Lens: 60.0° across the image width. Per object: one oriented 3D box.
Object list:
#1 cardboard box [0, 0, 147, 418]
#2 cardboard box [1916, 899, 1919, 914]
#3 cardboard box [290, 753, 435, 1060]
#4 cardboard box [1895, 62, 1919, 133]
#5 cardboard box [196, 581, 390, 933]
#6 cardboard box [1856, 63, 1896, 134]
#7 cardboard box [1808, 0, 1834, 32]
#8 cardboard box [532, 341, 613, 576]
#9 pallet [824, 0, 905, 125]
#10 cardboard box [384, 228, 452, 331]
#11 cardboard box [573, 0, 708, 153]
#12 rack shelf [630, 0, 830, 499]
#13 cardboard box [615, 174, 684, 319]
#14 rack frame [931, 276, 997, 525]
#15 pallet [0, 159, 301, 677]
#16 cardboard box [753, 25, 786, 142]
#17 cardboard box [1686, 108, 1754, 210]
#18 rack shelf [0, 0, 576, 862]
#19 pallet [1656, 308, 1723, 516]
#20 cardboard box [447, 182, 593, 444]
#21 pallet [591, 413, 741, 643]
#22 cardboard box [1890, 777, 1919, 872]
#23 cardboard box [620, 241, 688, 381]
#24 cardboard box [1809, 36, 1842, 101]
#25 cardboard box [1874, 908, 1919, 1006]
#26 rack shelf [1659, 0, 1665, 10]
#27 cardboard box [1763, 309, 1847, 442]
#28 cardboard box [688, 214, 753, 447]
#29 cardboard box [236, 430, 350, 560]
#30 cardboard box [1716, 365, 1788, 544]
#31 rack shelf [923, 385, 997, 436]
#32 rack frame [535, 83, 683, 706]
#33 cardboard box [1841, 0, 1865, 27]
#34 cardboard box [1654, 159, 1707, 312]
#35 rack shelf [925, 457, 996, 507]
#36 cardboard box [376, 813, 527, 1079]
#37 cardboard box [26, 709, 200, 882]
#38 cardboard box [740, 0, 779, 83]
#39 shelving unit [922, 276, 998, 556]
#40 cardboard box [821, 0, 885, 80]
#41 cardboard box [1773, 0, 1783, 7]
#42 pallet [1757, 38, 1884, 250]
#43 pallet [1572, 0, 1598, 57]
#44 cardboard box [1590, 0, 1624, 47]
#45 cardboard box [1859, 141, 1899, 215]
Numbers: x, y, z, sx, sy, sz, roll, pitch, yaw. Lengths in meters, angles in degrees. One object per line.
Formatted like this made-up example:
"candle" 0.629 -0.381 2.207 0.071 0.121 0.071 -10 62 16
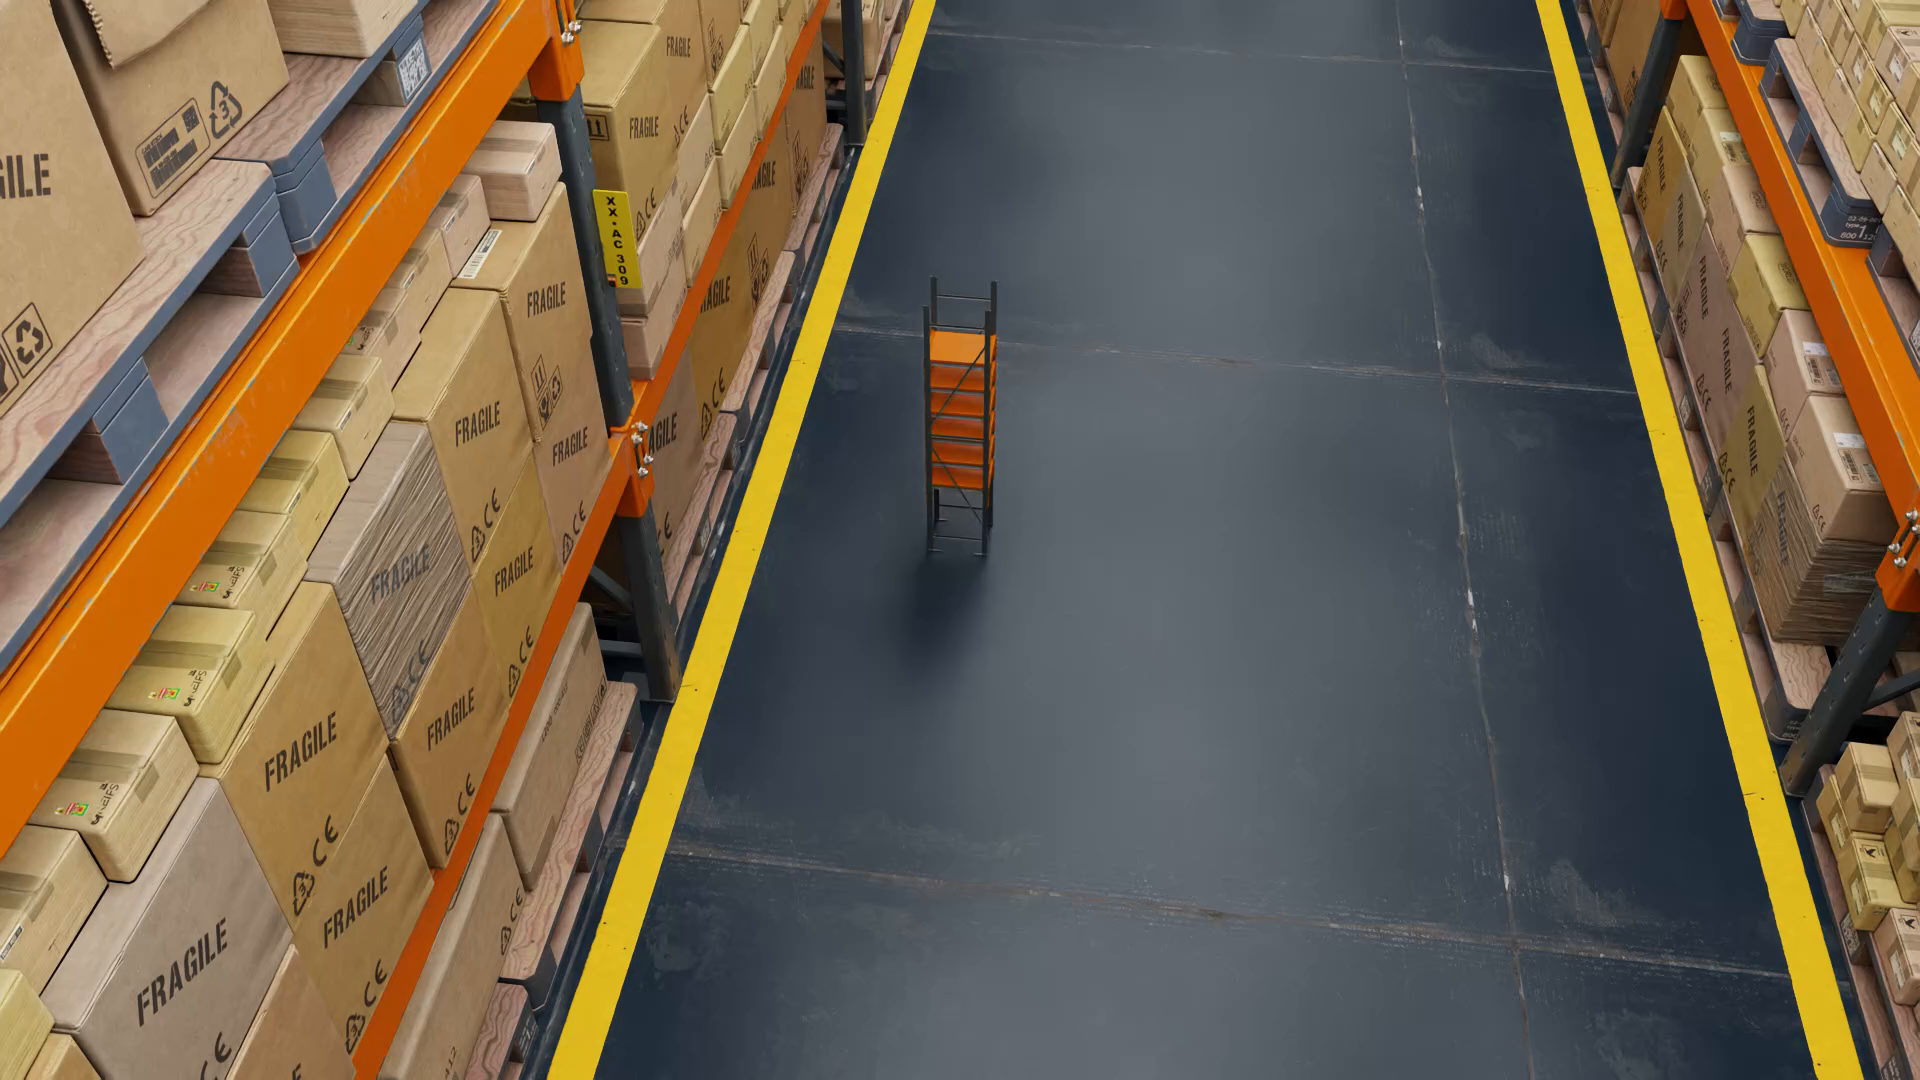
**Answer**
"cardboard box" -1.650 -0.518 2.483 0.500 0.500 0.500 6 44 6
"cardboard box" 3.077 1.154 4.901 0.380 0.149 0.250 5 44 5
"cardboard box" -1.543 0.784 3.668 0.500 0.500 0.500 7 44 7
"cardboard box" 3.384 -1.462 5.557 0.380 0.149 0.250 4 44 4
"cardboard box" -1.533 0.412 3.334 0.500 0.500 0.500 5 44 6
"cardboard box" 3.411 -1.546 5.862 0.380 0.149 0.250 5 44 6
"cardboard box" 3.517 -2.064 6.409 0.380 0.149 0.250 5 44 6
"cardboard box" -1.345 -0.267 4.777 0.500 0.500 0.500 6 44 6
"pallet" -0.903 -2.815 9.570 1.003 0.211 1.213 5 44 6
"cardboard box" -1.447 -0.627 3.959 0.380 0.149 0.250 5 44 6
"cardboard box" -1.154 -1.592 5.450 0.500 0.500 0.500 5 44 5
"rack shelf" -1.272 -1.671 6.857 1.077 0.370 4.000 5 44 6
"cardboard box" -1.199 -0.971 5.339 0.500 0.250 0.500 4 44 4
"rack frame" 0.014 -0.508 6.414 0.240 1.200 0.006 5 44 6
"pallet" -1.819 -0.241 2.706 1.003 0.211 1.213 5 44 6
"cardboard box" -0.991 -1.831 6.612 0.500 0.250 0.500 5 44 5
"cardboard box" 3.514 -1.638 7.266 0.500 0.250 0.500 5 44 5
"rack shelf" -1.801 -0.034 2.946 1.077 0.370 4.000 5 44 6
"pallet" 3.644 -0.540 7.167 1.003 0.211 1.213 5 44 6
"cardboard box" -1.325 -0.622 4.426 0.500 0.500 0.500 5 44 5
"pallet" -1.509 -0.090 6.691 1.003 0.211 1.213 5 44 6
"cardboard box" 3.037 0.876 4.978 0.380 0.149 0.250 7 44 8
"cardboard box" -1.217 -0.791 5.513 0.500 0.250 0.500 4 44 5
"cardboard box" 3.480 -1.785 6.331 0.380 0.149 0.250 6 44 6
"cardboard box" 3.000 1.269 4.996 0.380 0.149 0.250 5 44 5
"rack shelf" 4.177 -4.016 9.333 1.077 0.370 4.000 5 44 6
"cardboard box" 3.312 -0.585 6.154 0.500 0.250 0.500 7 44 7
"cardboard box" -1.422 -0.997 6.861 0.875 0.875 0.875 6 44 7
"cardboard box" -1.493 -0.100 3.402 0.380 0.149 0.250 4 44 5
"cardboard box" 3.300 -0.310 6.409 0.500 0.500 0.500 4 44 5
"rack shelf" 0.002 -0.500 6.296 0.258 0.103 0.180 5 44 6
"rack frame" -1.537 -0.570 5.170 1.000 3.000 0.127 5 44 6
"cardboard box" 3.487 -1.999 6.124 0.380 0.149 0.250 6 44 7
"cardboard box" 3.503 -1.358 7.515 0.500 0.500 0.500 6 44 6
"rack shelf" 0.002 -0.239 6.543 0.258 0.103 0.180 5 44 6
"cardboard box" -1.844 1.237 4.820 0.875 0.438 0.875 4 44 4
"cardboard box" -1.558 0.422 2.851 0.380 0.149 0.250 6 44 6
"cardboard box" -1.000 -2.015 6.442 0.500 0.250 0.500 4 44 4
"shelving unit" 0.002 -0.446 6.348 0.258 1.200 0.189 5 44 6
"cardboard box" -0.923 -2.878 9.214 0.950 0.372 0.625 3 43 3
"cardboard box" 3.582 -2.322 6.898 0.380 0.149 0.250 7 44 8
"pallet" 3.691 -1.492 6.284 1.003 0.211 1.213 5 44 6
"pallet" 4.255 -3.262 10.041 1.003 0.211 1.213 5 44 6
"cardboard box" 4.194 -3.253 9.335 1.050 0.750 0.750 6 44 6
"cardboard box" 3.373 -1.246 5.762 0.380 0.149 0.250 4 44 4
